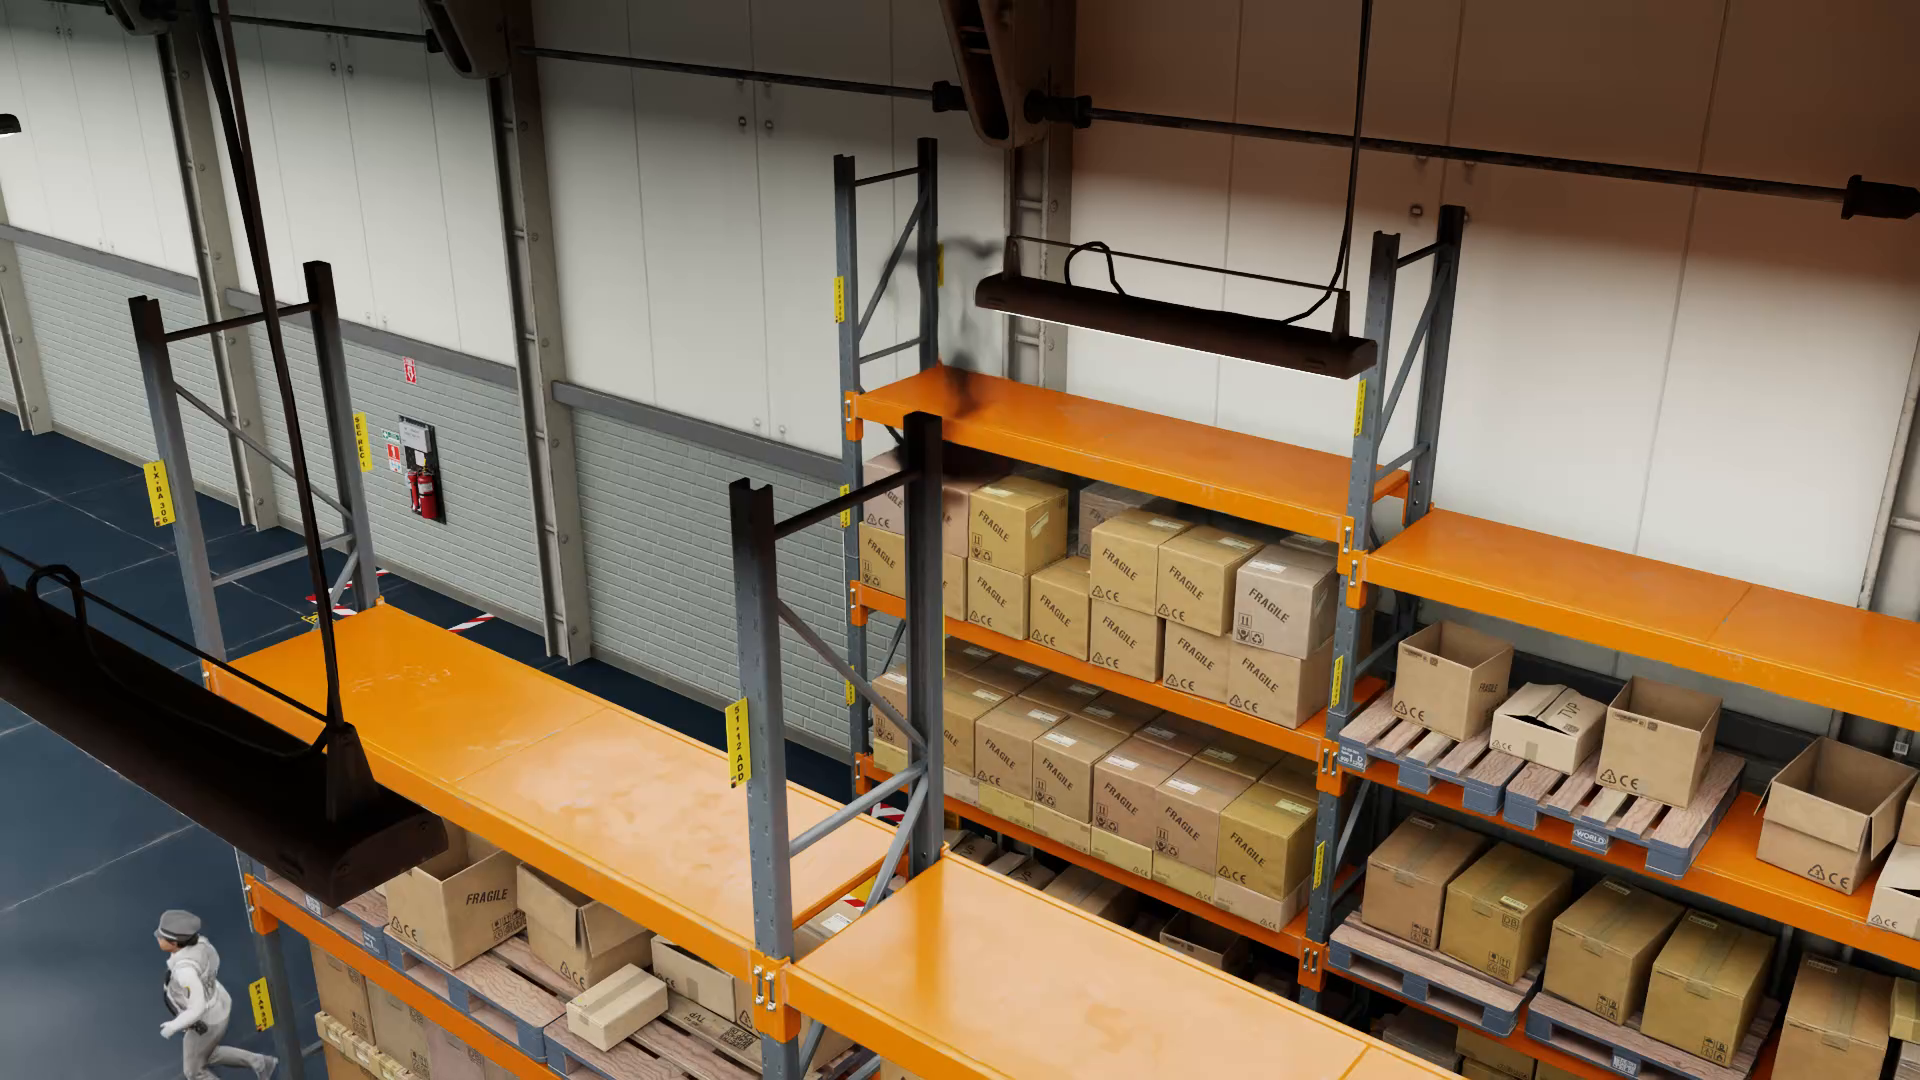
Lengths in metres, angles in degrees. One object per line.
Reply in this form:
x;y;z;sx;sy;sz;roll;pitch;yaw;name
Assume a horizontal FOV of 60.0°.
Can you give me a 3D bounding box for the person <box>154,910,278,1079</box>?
-4.925;3.154;10.986;0.627;1.669;0.618;-6;24;-15;person
